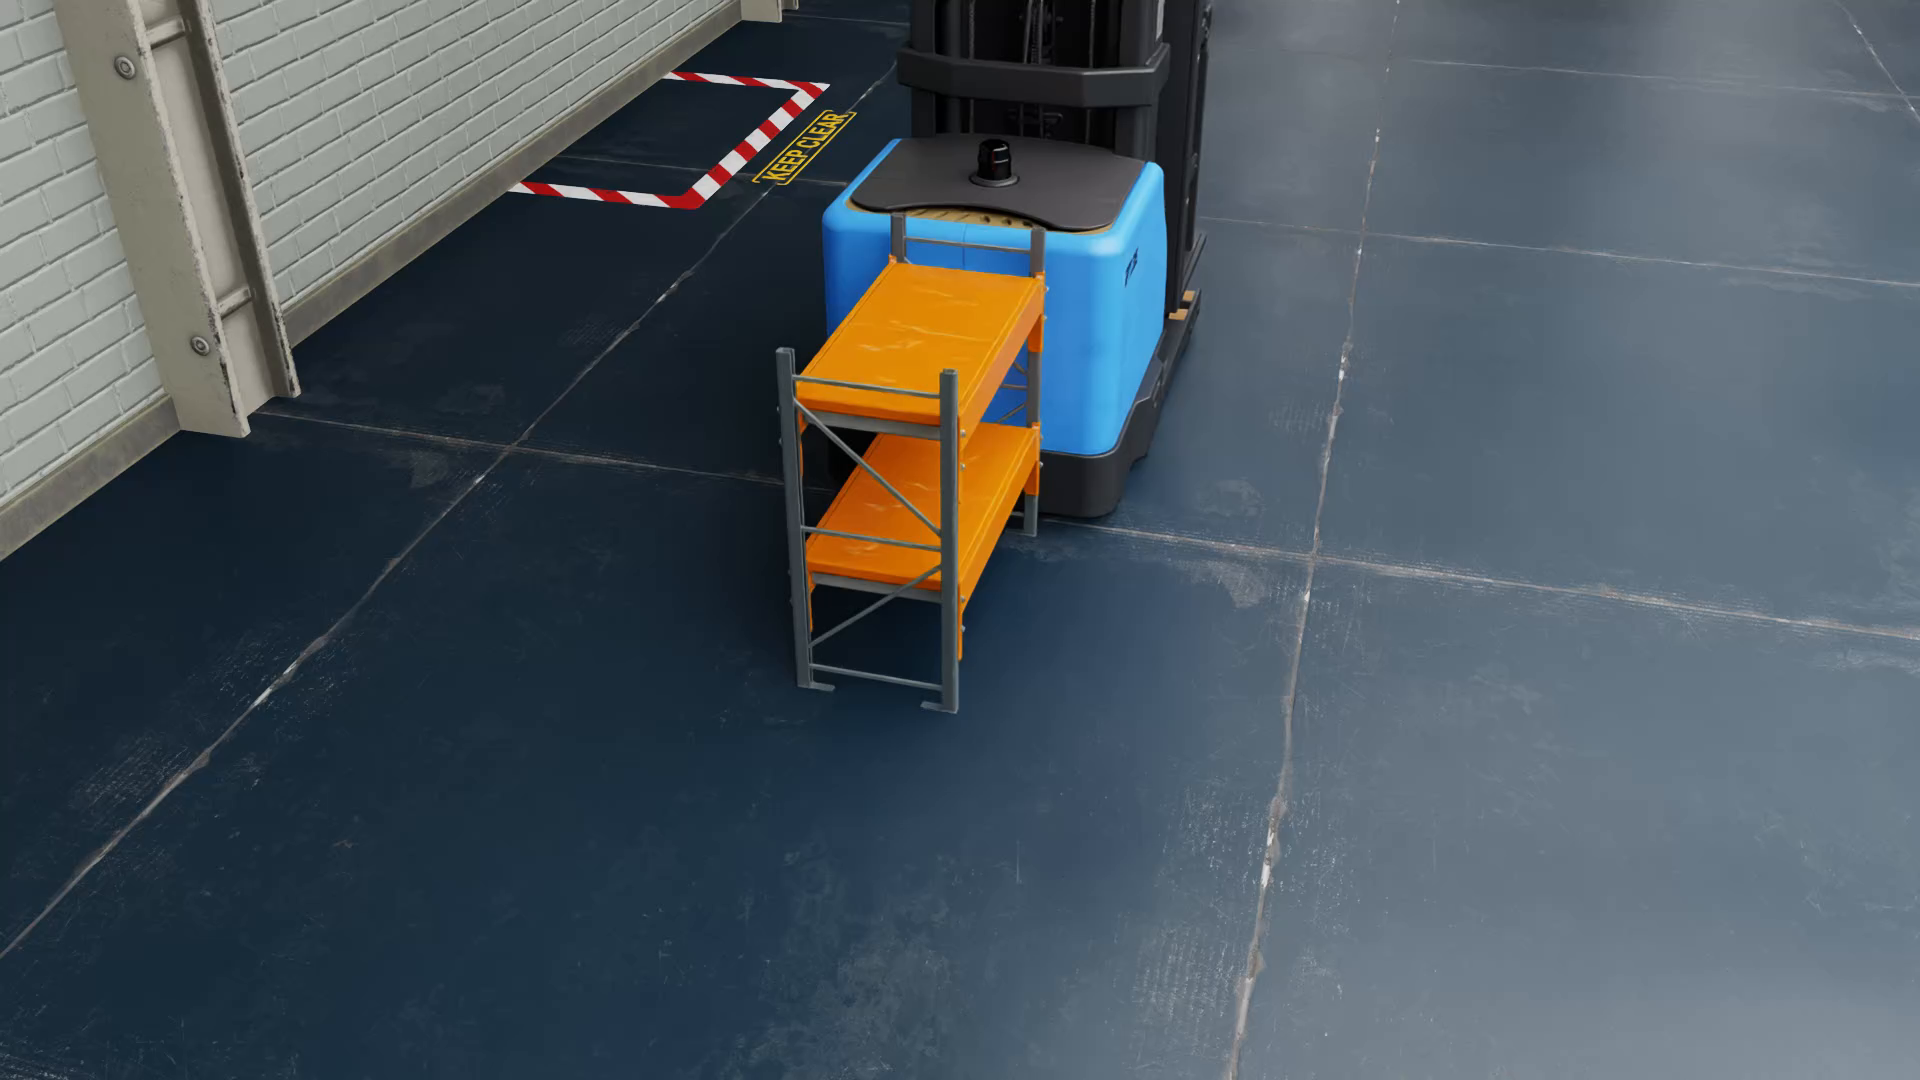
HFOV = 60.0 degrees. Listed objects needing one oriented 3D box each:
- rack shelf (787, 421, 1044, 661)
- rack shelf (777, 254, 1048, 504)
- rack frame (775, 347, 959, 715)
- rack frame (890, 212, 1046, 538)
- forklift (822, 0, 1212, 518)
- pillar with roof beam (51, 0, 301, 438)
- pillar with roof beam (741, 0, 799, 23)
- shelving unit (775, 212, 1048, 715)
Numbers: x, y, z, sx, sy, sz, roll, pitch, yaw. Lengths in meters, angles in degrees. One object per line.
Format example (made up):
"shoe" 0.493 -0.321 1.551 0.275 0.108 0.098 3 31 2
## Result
"rack shelf" -0.112 -0.056 5.246 0.538 0.278 1.000 9 33 13
"rack shelf" -0.112 -0.510 4.958 0.538 0.278 1.000 9 33 13
"rack frame" -0.249 0.000 4.701 0.500 1.125 0.032 9 33 13
"rack frame" 0.024 -0.525 5.528 0.500 1.125 0.032 9 33 13
"forklift" 0.415 -2.097 6.316 1.130 2.935 3.031 9 33 13
"pillar with roof beam" 1.320 -3.726 3.223 9.100 9.000 0.400 8 33 12
"pillar with roof beam" 2.842 -6.839 8.120 9.100 9.000 0.400 8 33 12
"shelving unit" -0.112 -0.263 5.115 0.538 1.125 1.048 9 33 13
